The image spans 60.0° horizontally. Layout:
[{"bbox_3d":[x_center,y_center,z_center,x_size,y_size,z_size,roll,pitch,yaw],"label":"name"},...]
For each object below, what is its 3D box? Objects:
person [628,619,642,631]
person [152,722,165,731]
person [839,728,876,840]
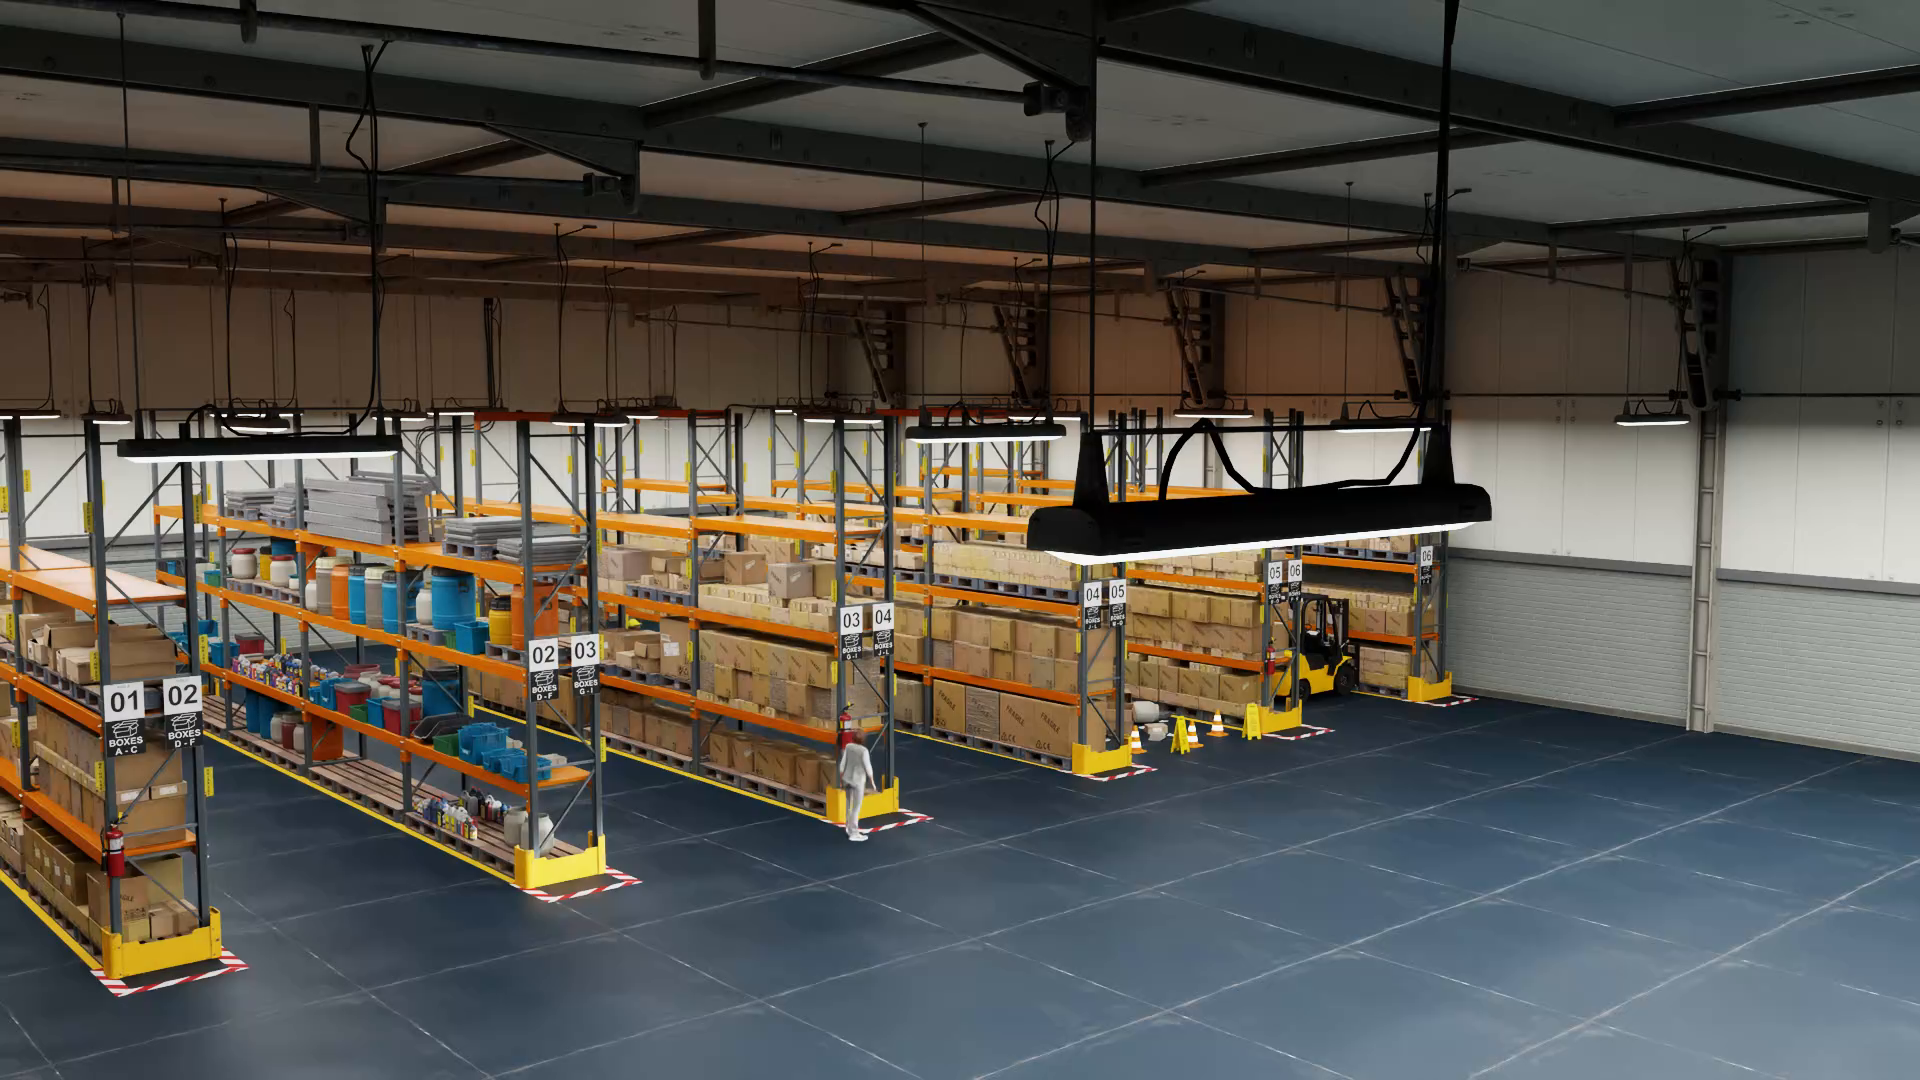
[{"bbox_3d":[-6.576,2.479,33.789,0.588,1.767,0.448,3,6,34],"label":"person"},{"bbox_3d":[-14.846,2.785,30.667,0.486,1.846,0.577,3,6,30],"label":"person"},{"bbox_3d":[-1.500,3.459,23.698,0.585,1.603,0.540,5,7,42],"label":"person"}]
